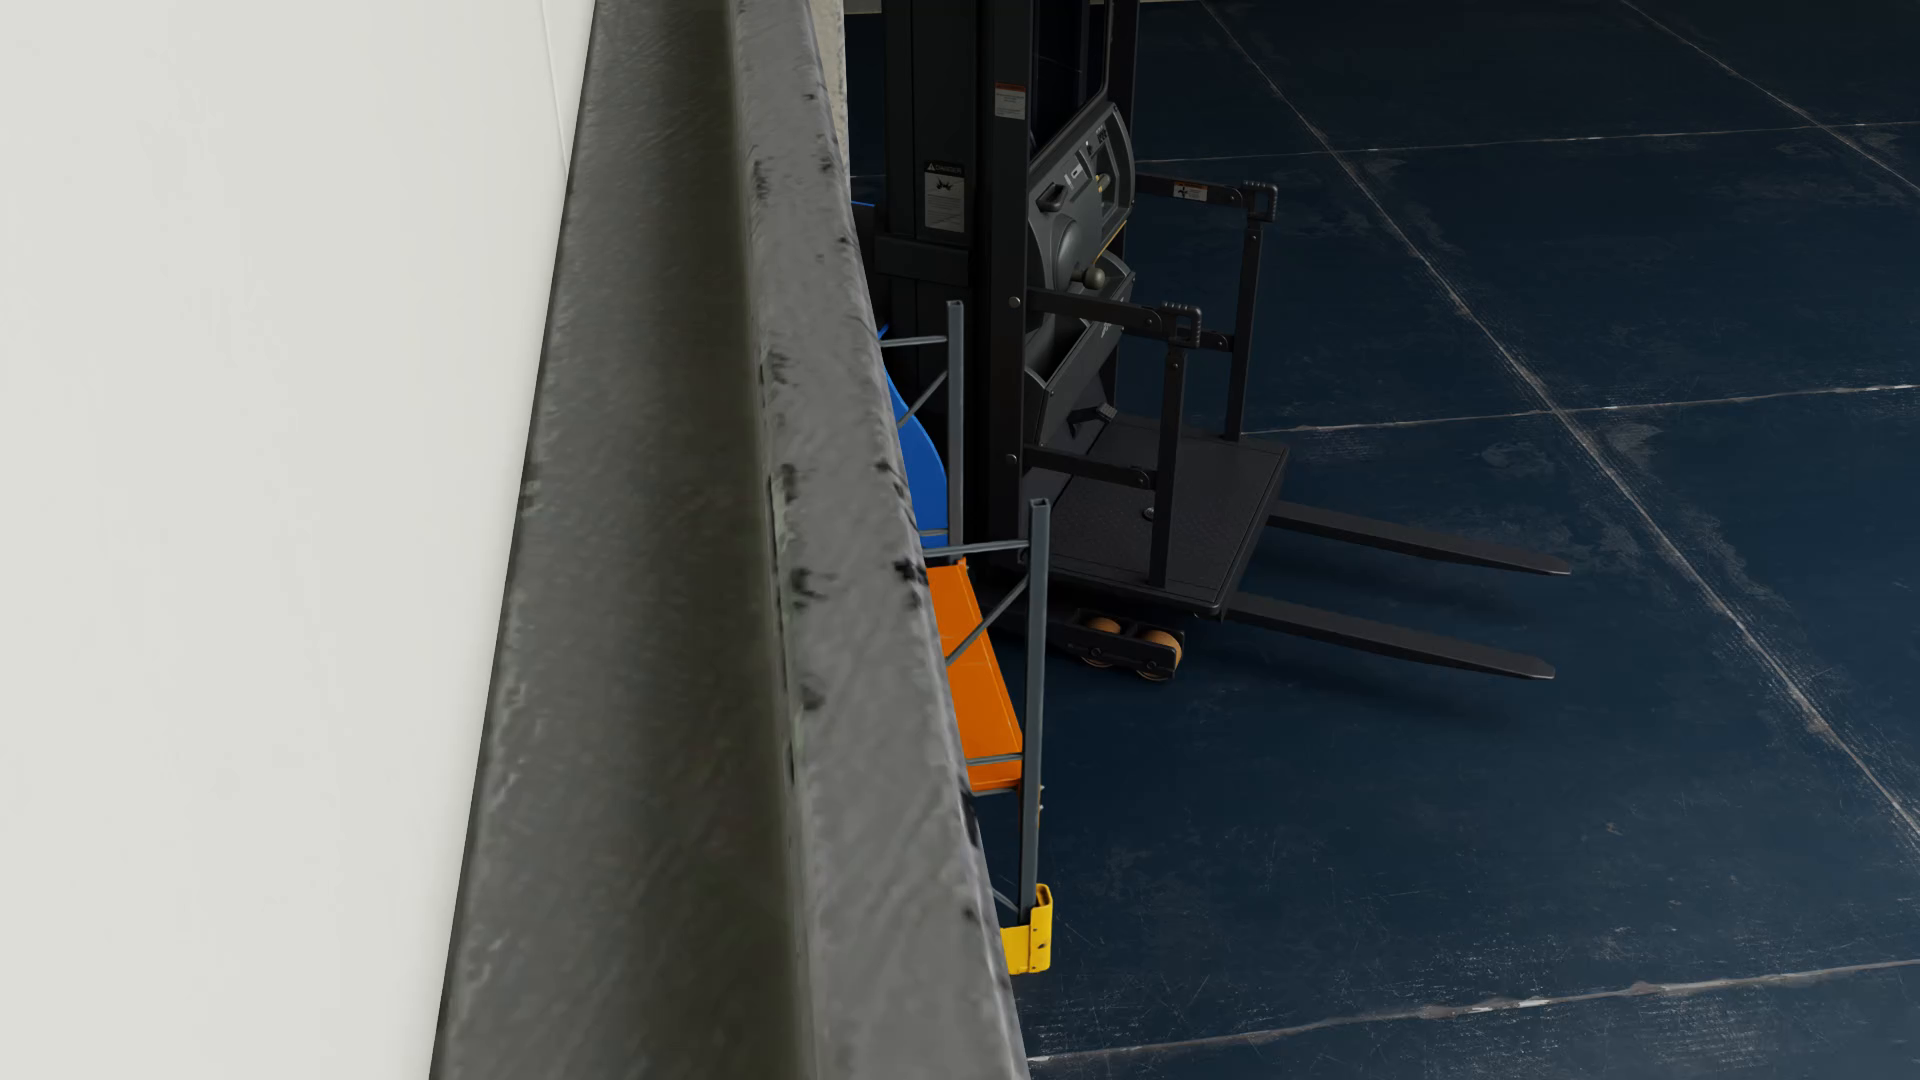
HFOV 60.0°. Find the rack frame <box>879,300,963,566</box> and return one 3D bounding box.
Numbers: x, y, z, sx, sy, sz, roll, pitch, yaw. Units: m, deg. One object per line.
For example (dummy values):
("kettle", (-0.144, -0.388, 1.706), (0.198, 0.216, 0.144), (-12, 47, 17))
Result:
("rack frame", (-0.239, -0.002, 4.921), (0.500, 1.500, 0.032), (-6, 35, -9))

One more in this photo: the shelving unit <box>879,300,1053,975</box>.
("shelving unit", (-0.142, 0.284, 4.501), (0.587, 1.500, 1.083), (-6, 35, -9))

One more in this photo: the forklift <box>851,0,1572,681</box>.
("forklift", (0.578, -1.081, 5.234), (3.031, 2.935, 1.130), (13, 36, 18))

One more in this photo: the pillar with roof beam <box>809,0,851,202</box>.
("pillar with roof beam", (3.909, -2.664, 2.168), (9.100, 9.000, 0.400), (-4, 35, -6))

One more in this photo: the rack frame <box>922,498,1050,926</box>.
("rack frame", (-0.047, 0.560, 4.096), (0.500, 1.500, 0.032), (-6, 35, -9))

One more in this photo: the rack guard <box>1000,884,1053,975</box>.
("rack guard", (-0.047, 1.076, 4.449), (0.587, 0.250, 0.087), (-6, 35, -9))

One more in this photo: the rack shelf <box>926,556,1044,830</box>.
("rack shelf", (-0.143, 0.428, 4.610), (0.538, 0.185, 1.000), (-6, 35, -9))
